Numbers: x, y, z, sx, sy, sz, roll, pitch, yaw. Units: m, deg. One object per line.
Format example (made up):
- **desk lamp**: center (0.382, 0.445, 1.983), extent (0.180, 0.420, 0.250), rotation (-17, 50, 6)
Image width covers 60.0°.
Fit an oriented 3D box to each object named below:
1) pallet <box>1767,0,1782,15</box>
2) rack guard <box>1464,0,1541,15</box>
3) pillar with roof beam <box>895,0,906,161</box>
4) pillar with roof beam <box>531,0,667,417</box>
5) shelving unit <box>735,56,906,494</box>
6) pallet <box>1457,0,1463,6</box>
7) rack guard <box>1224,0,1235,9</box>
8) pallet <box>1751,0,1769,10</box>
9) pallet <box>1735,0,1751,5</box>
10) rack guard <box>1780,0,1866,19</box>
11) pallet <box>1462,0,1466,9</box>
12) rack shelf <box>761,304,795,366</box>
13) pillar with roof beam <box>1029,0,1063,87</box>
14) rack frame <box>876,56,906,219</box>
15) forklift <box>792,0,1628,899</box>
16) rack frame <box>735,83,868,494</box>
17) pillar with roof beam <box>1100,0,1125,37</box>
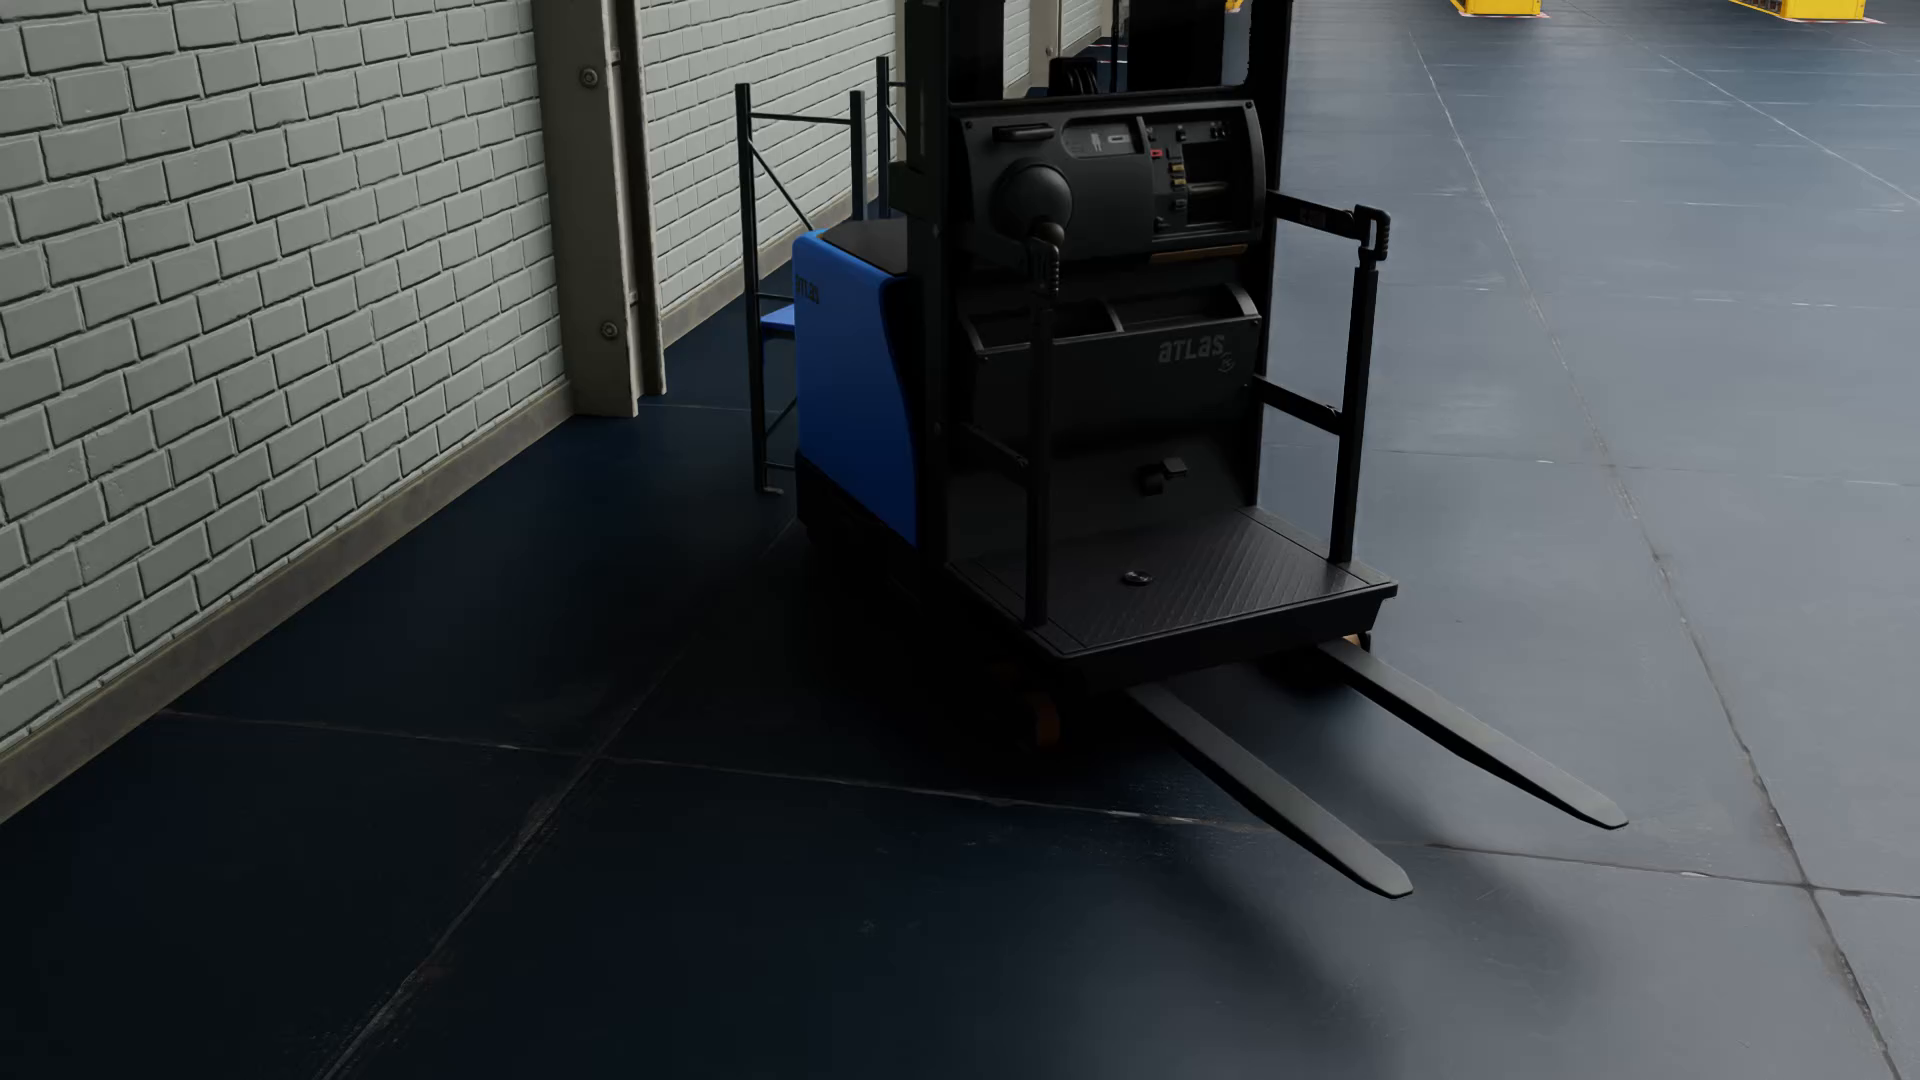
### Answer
- **pallet**: center (13.923, -8.738, 27.268), extent (1.003, 0.211, 1.213), rotation (4, 22, 11)
- **rack guard**: center (8.929, -8.914, 27.319), extent (1.175, 0.500, 0.348), rotation (4, 22, 11)
- **pillar with roof beam**: center (3.922, -6.653, 10.326), extent (9.100, 9.000, 0.400), rotation (4, 22, 11)
- **pillar with roof beam**: center (2.697, -4.458, 4.878), extent (9.100, 9.000, 0.400), rotation (4, 22, 11)
- **shelving unit**: center (-0.327, -1.021, 6.382), extent (0.538, 1.500, 1.048), rotation (10, 24, 24)
- **pallet**: center (9.301, -9.517, 29.201), extent (1.003, 0.211, 1.213), rotation (4, 22, 11)
- **rack guard**: center (4.100, -9.327, 28.344), extent (1.175, 0.500, 0.348), rotation (4, 22, 11)
- **pallet**: center (14.174, -9.183, 28.373), extent (1.003, 0.211, 1.213), rotation (4, 22, 11)
- **pallet**: center (14.421, -9.631, 29.484), extent (1.003, 0.211, 1.213), rotation (4, 22, 11)
- **rack guard**: center (13.752, -8.576, 26.478), extent (1.175, 0.500, 0.348), rotation (4, 22, 11)
- **pallet**: center (9.049, -9.072, 28.097), extent (1.003, 0.211, 1.213), rotation (4, 22, 11)
- **rack shelf**: center (-0.327, -0.855, 6.449), extent (0.538, 0.185, 1.000), rotation (10, 24, 24)
- **pillar with roof beam**: center (5.146, -8.847, 15.775), extent (9.100, 9.000, 0.400), rotation (4, 22, 11)
- **rack frame**: center (-0.103, -1.192, 6.806), extent (0.500, 1.500, 0.032), rotation (10, 24, 24)
- **forklift**: center (0.525, -0.979, 4.360), extent (1.130, 2.935, 3.031), rotation (-10, 24, -24)
- **rack frame**: center (-0.550, -0.851, 5.959), extent (0.500, 1.500, 0.032), rotation (10, 24, 24)
- **pillar with roof beam**: center (6.370, -11.041, 21.223), extent (9.100, 9.000, 0.400), rotation (4, 22, 11)
